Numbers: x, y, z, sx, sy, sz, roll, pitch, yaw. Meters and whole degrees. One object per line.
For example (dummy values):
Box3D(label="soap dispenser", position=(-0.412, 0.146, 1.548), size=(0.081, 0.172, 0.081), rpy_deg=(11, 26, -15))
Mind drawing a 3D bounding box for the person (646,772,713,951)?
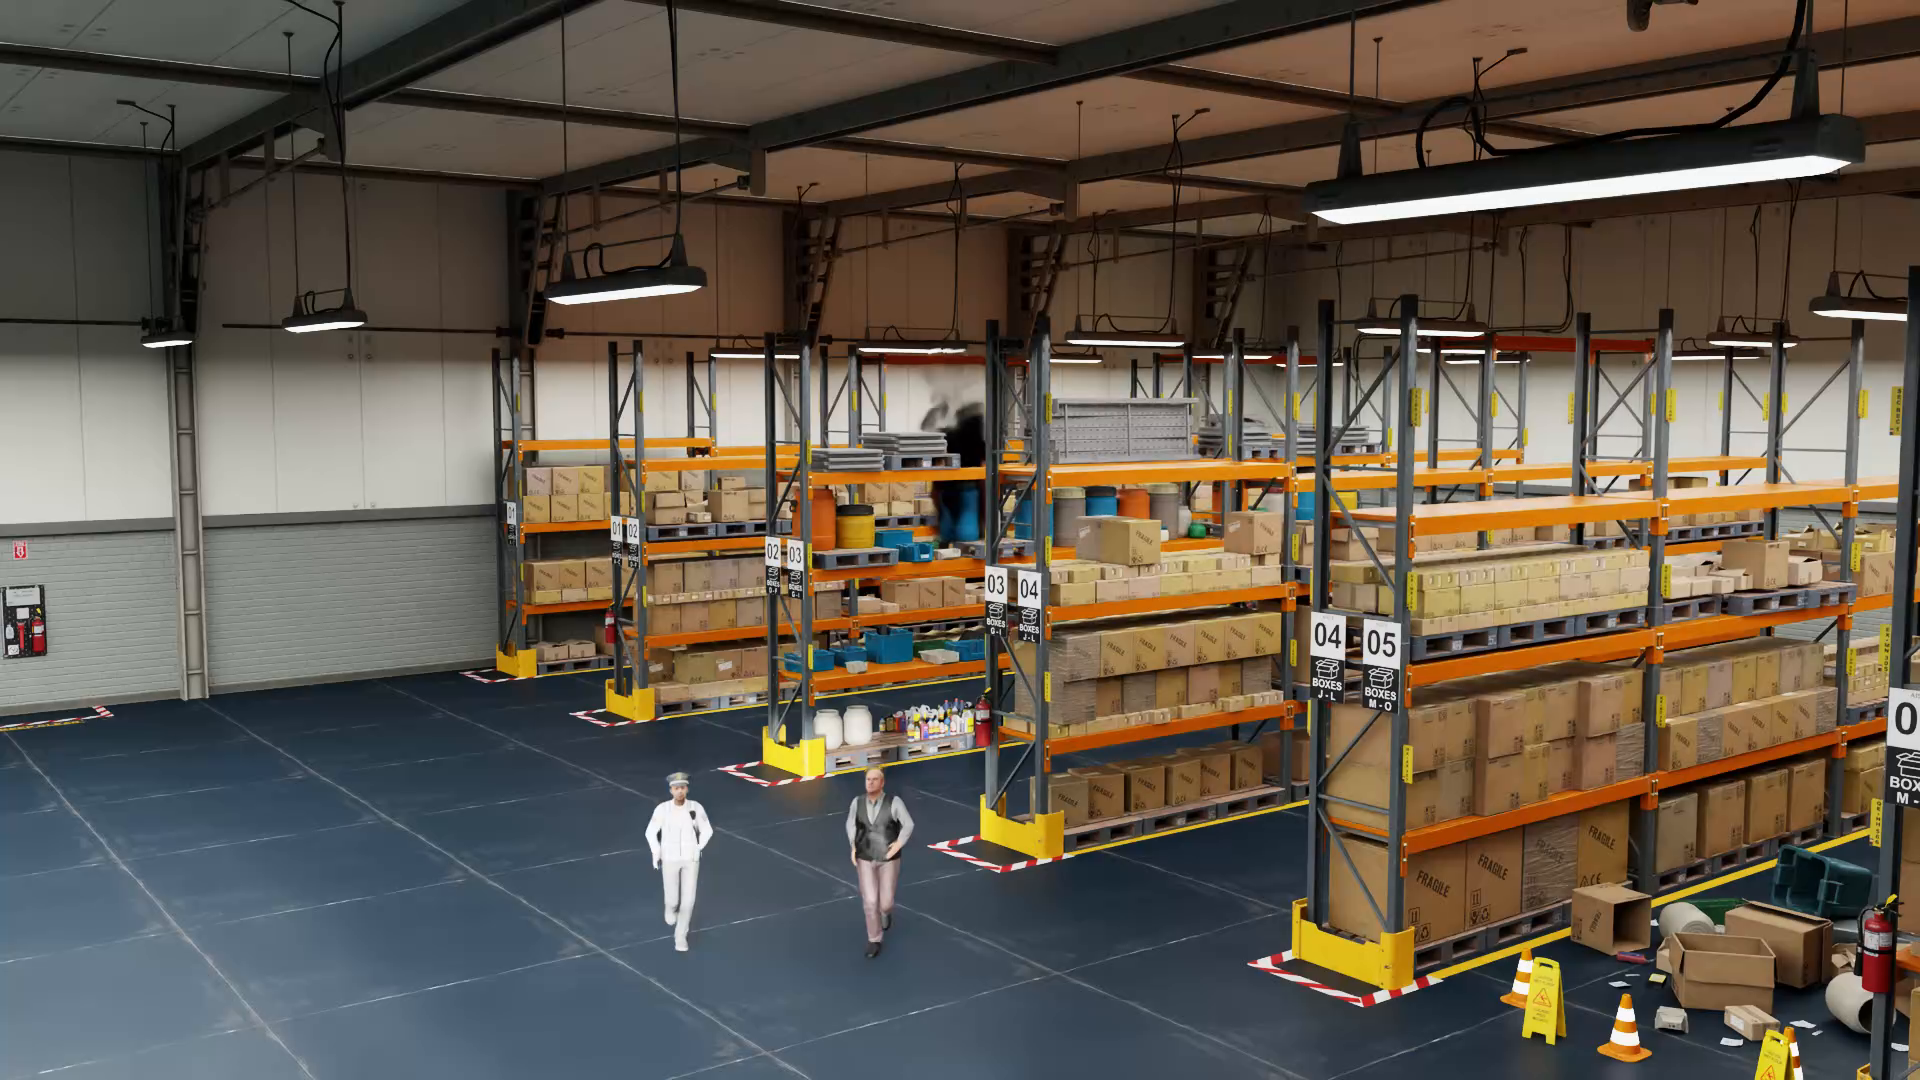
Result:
Box3D(label="person", position=(-2.623, 2.980, 15.590), size=(0.615, 1.657, 0.555), rpy_deg=(-1, 5, -14))

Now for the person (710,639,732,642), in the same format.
Box3D(label="person", position=(-4.286, 1.682, 29.595), size=(0.644, 1.751, 0.642), rpy_deg=(4, 6, 36))

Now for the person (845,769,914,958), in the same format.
Box3D(label="person", position=(-0.758, 2.971, 15.507), size=(0.659, 1.706, 0.664), rpy_deg=(1, 5, 7))
